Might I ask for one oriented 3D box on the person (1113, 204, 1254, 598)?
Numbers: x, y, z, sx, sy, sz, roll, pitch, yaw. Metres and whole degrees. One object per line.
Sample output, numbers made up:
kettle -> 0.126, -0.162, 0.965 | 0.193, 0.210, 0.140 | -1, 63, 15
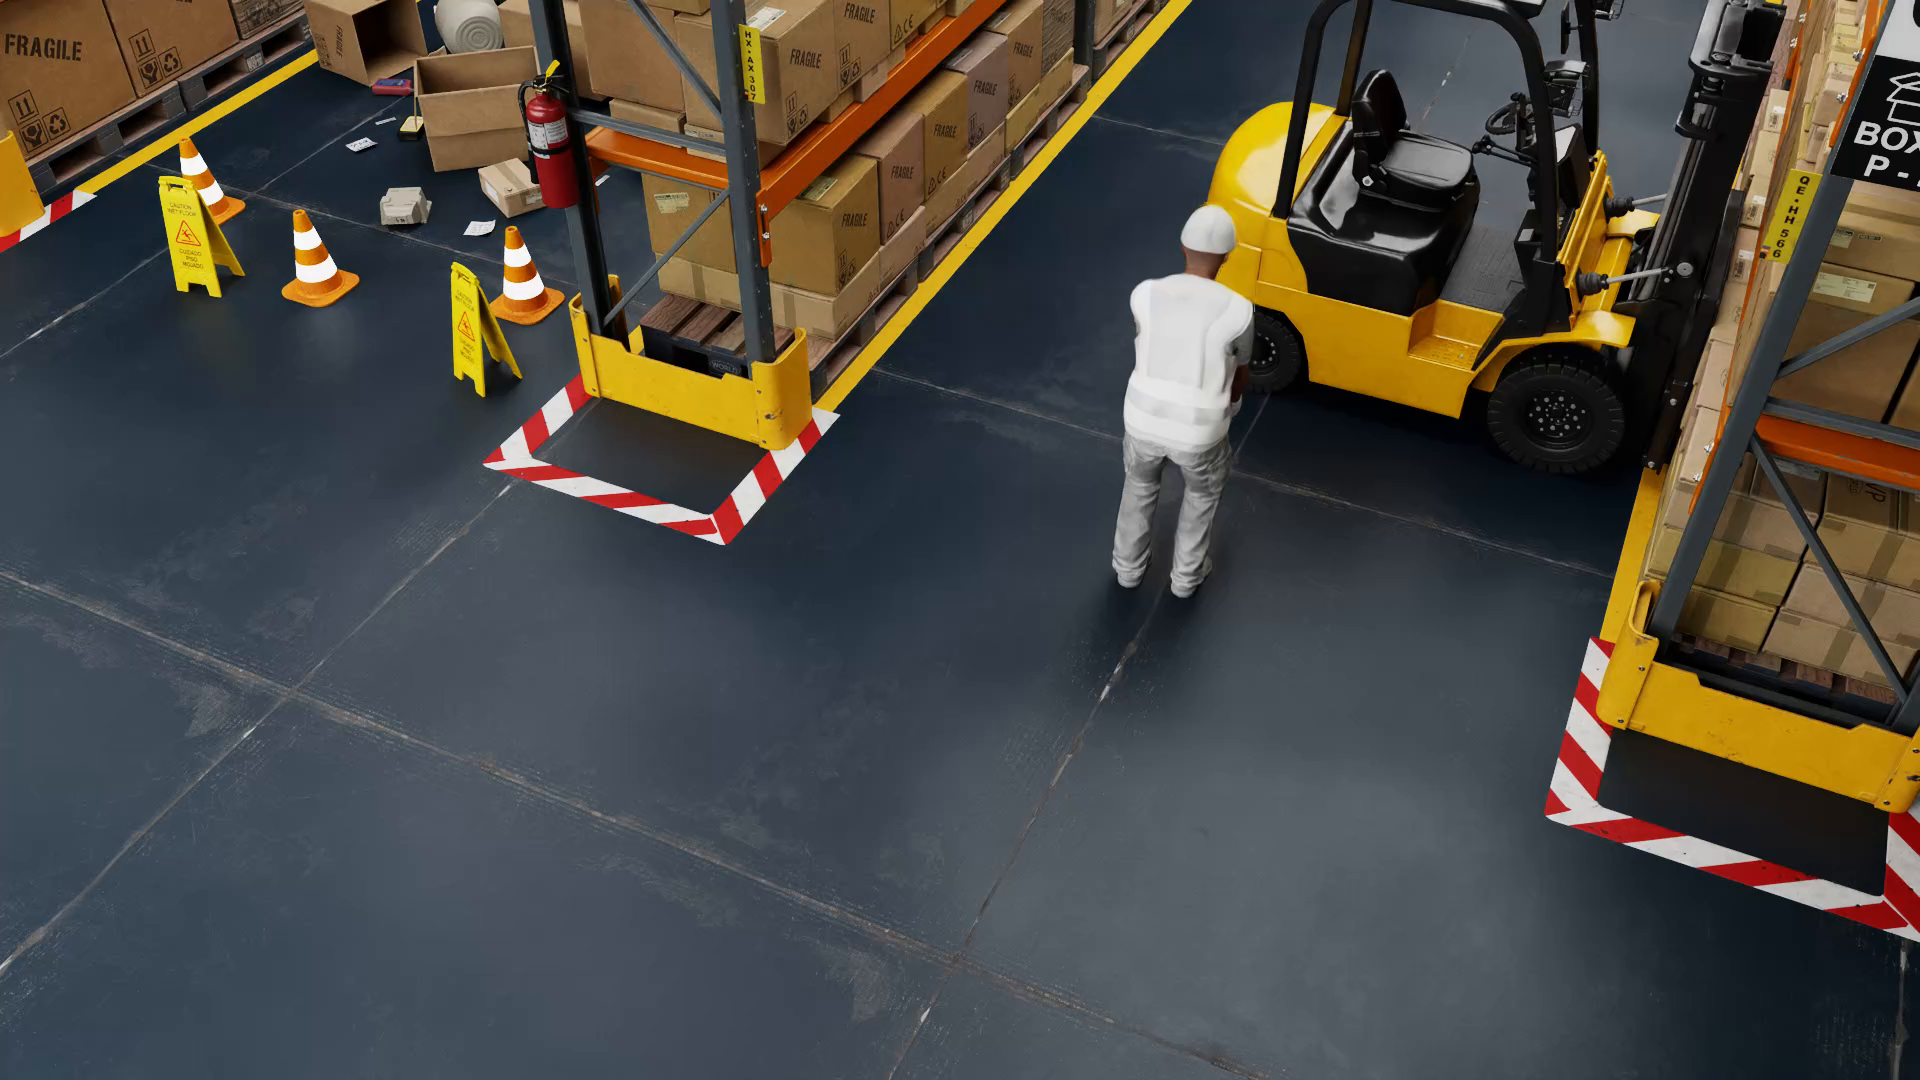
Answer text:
person -> 0.906, -0.532, 6.785 | 0.485, 1.726, 0.618 | 17, 44, 18
